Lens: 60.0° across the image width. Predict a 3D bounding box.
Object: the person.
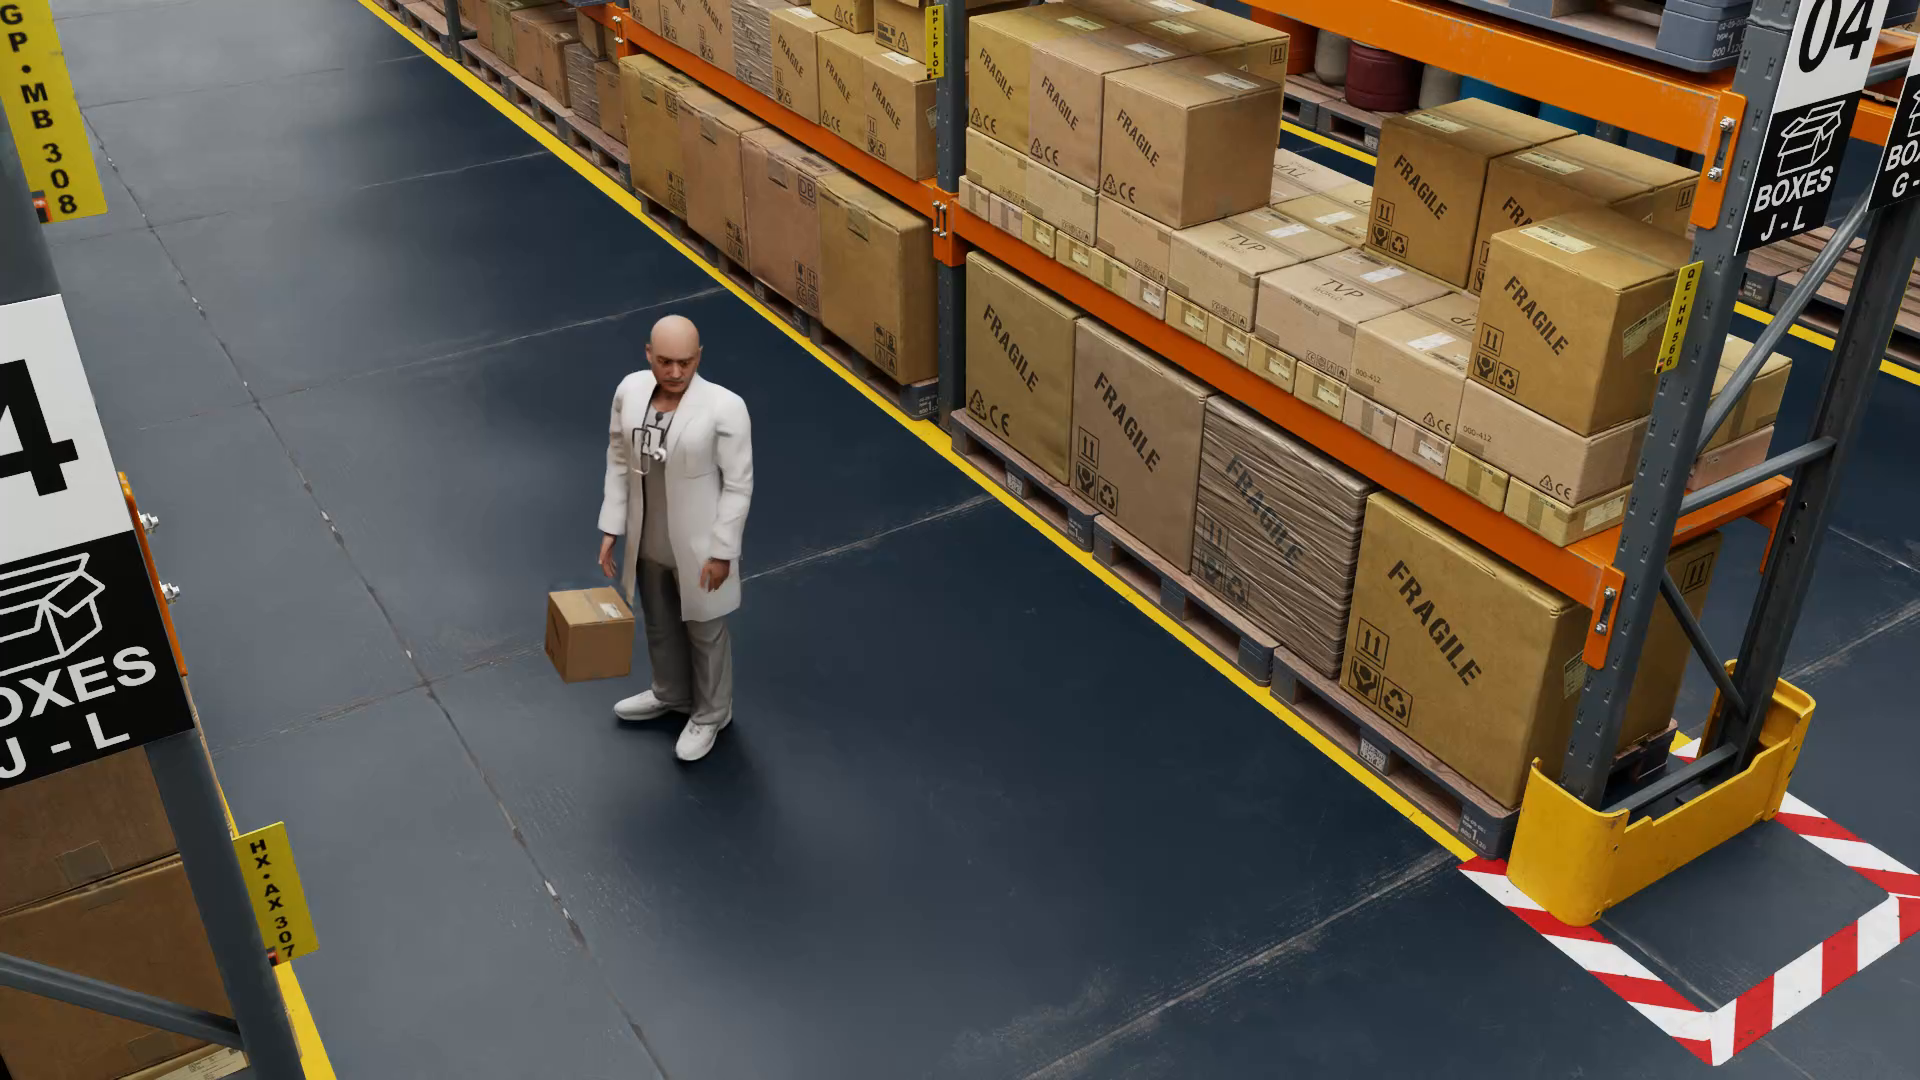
[{"bbox_3d":[-1.072,-0.005,6.090,0.671,1.744,0.404,15,35,23],"label":"person"}]
